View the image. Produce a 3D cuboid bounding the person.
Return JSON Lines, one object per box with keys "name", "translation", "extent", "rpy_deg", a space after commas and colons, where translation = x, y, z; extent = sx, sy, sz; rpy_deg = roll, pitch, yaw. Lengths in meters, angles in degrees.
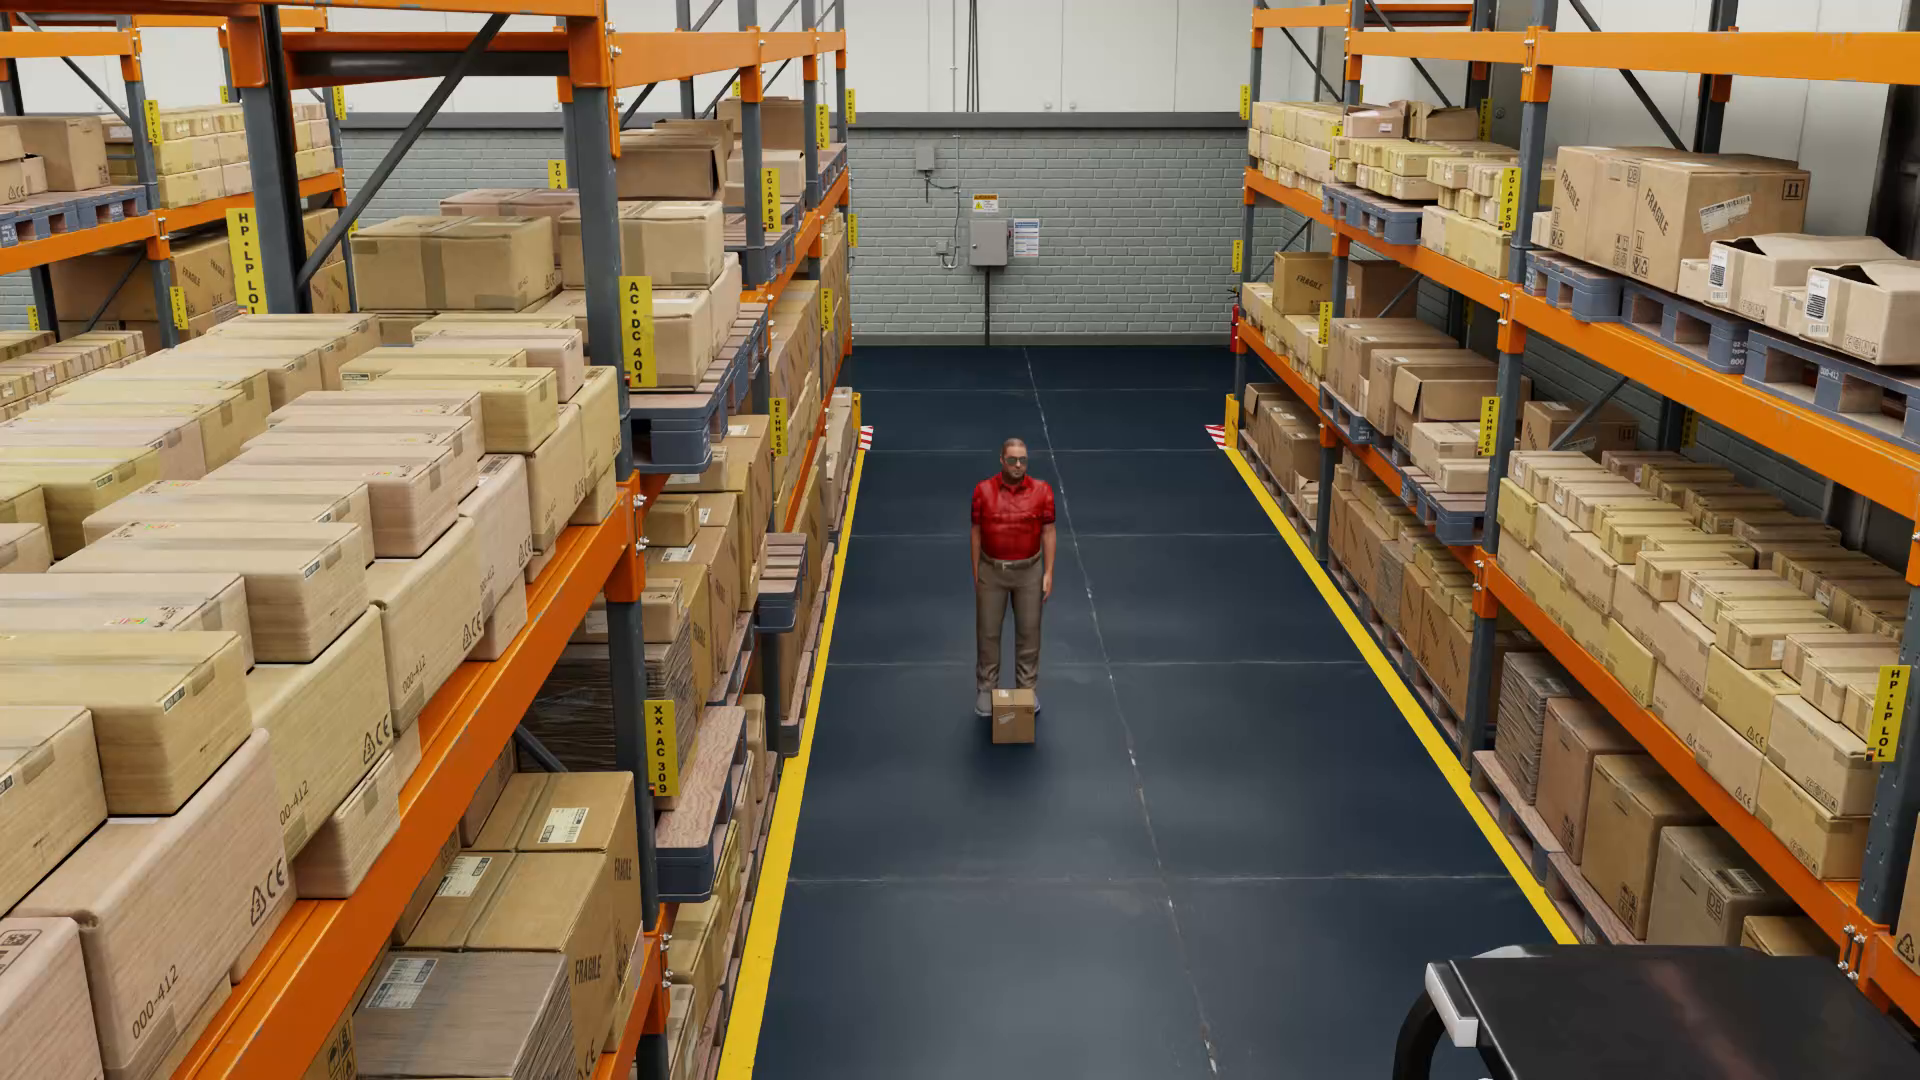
{"name": "person", "translation": [0.330, 0.229, 10.341], "extent": [0.531, 1.738, 0.363], "rpy_deg": [0, 17, 0]}
